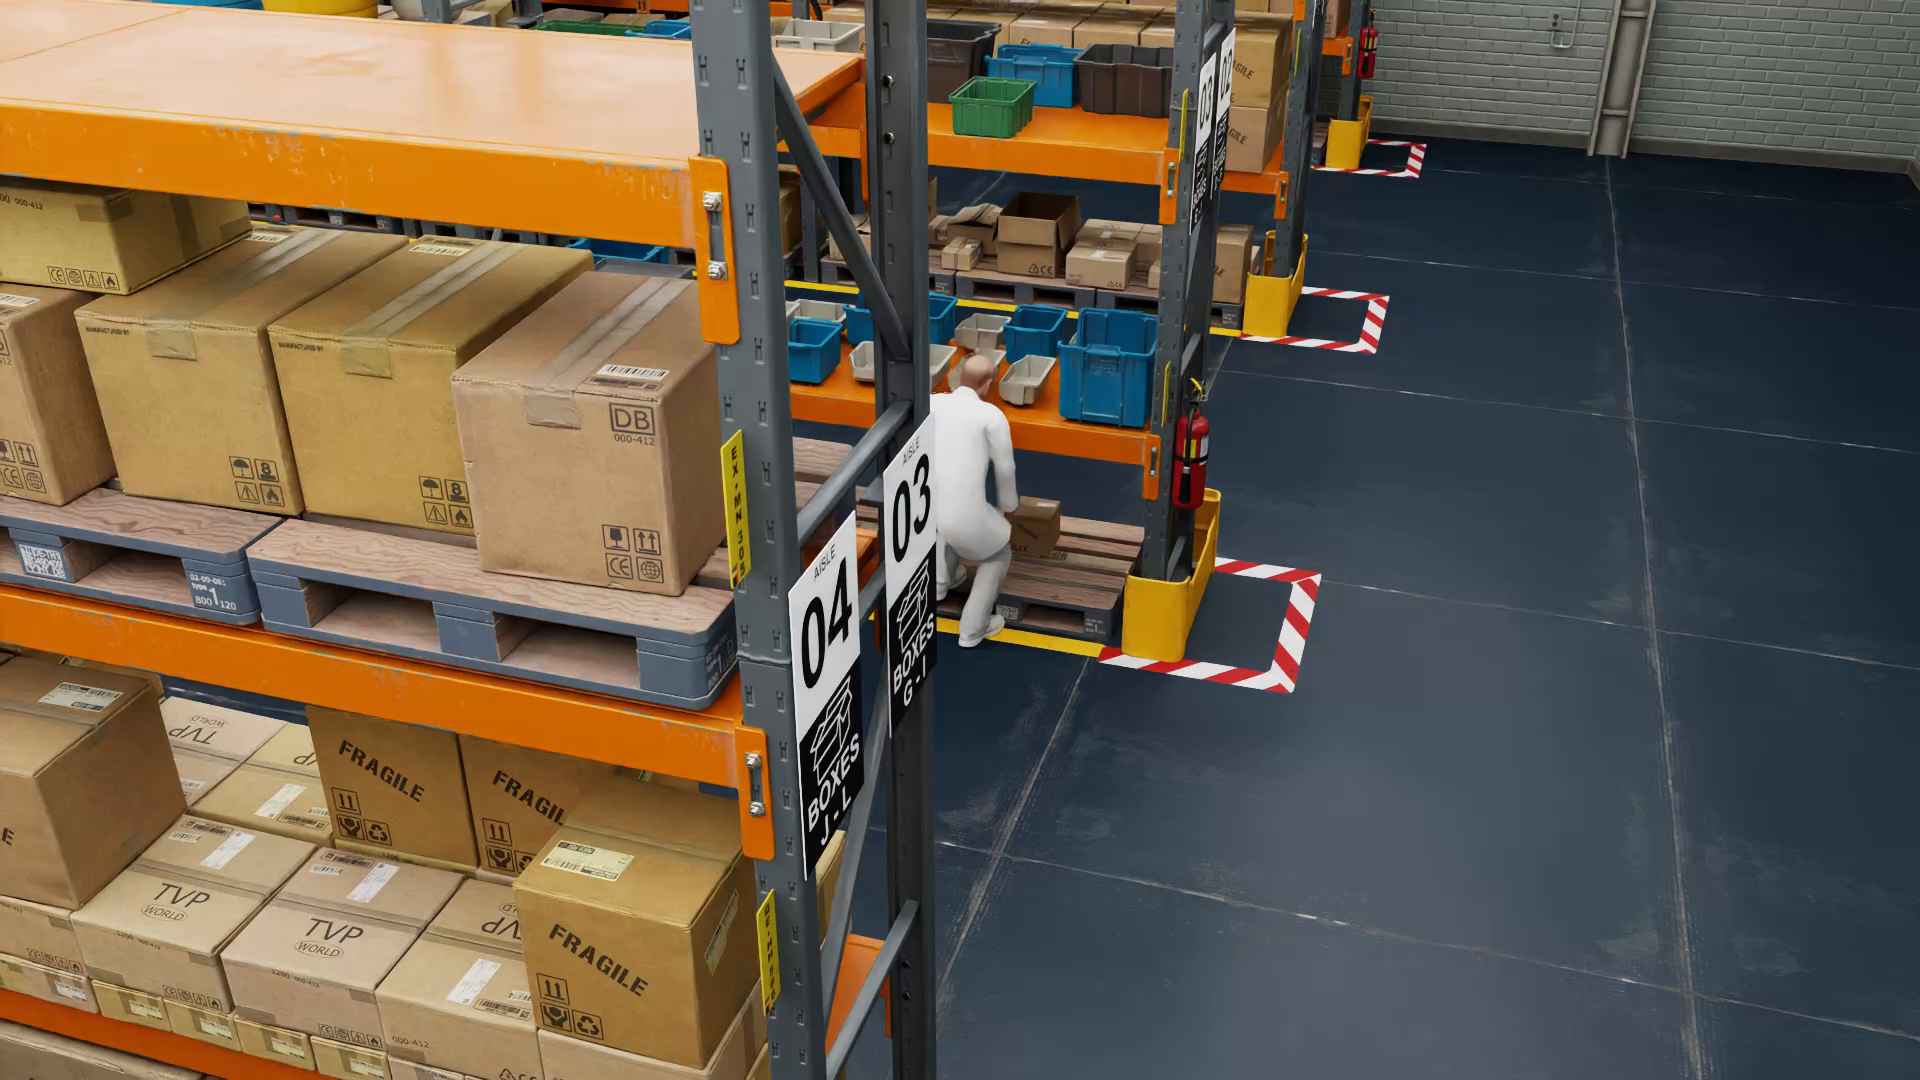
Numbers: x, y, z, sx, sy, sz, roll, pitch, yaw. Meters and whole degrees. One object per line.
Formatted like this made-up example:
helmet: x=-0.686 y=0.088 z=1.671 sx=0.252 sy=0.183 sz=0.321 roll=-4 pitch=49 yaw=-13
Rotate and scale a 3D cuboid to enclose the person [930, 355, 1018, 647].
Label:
person: x=0.002 y=-0.205 z=9.119 sx=0.623 sy=1.576 sz=0.590 roll=19 pitch=34 yaw=30
